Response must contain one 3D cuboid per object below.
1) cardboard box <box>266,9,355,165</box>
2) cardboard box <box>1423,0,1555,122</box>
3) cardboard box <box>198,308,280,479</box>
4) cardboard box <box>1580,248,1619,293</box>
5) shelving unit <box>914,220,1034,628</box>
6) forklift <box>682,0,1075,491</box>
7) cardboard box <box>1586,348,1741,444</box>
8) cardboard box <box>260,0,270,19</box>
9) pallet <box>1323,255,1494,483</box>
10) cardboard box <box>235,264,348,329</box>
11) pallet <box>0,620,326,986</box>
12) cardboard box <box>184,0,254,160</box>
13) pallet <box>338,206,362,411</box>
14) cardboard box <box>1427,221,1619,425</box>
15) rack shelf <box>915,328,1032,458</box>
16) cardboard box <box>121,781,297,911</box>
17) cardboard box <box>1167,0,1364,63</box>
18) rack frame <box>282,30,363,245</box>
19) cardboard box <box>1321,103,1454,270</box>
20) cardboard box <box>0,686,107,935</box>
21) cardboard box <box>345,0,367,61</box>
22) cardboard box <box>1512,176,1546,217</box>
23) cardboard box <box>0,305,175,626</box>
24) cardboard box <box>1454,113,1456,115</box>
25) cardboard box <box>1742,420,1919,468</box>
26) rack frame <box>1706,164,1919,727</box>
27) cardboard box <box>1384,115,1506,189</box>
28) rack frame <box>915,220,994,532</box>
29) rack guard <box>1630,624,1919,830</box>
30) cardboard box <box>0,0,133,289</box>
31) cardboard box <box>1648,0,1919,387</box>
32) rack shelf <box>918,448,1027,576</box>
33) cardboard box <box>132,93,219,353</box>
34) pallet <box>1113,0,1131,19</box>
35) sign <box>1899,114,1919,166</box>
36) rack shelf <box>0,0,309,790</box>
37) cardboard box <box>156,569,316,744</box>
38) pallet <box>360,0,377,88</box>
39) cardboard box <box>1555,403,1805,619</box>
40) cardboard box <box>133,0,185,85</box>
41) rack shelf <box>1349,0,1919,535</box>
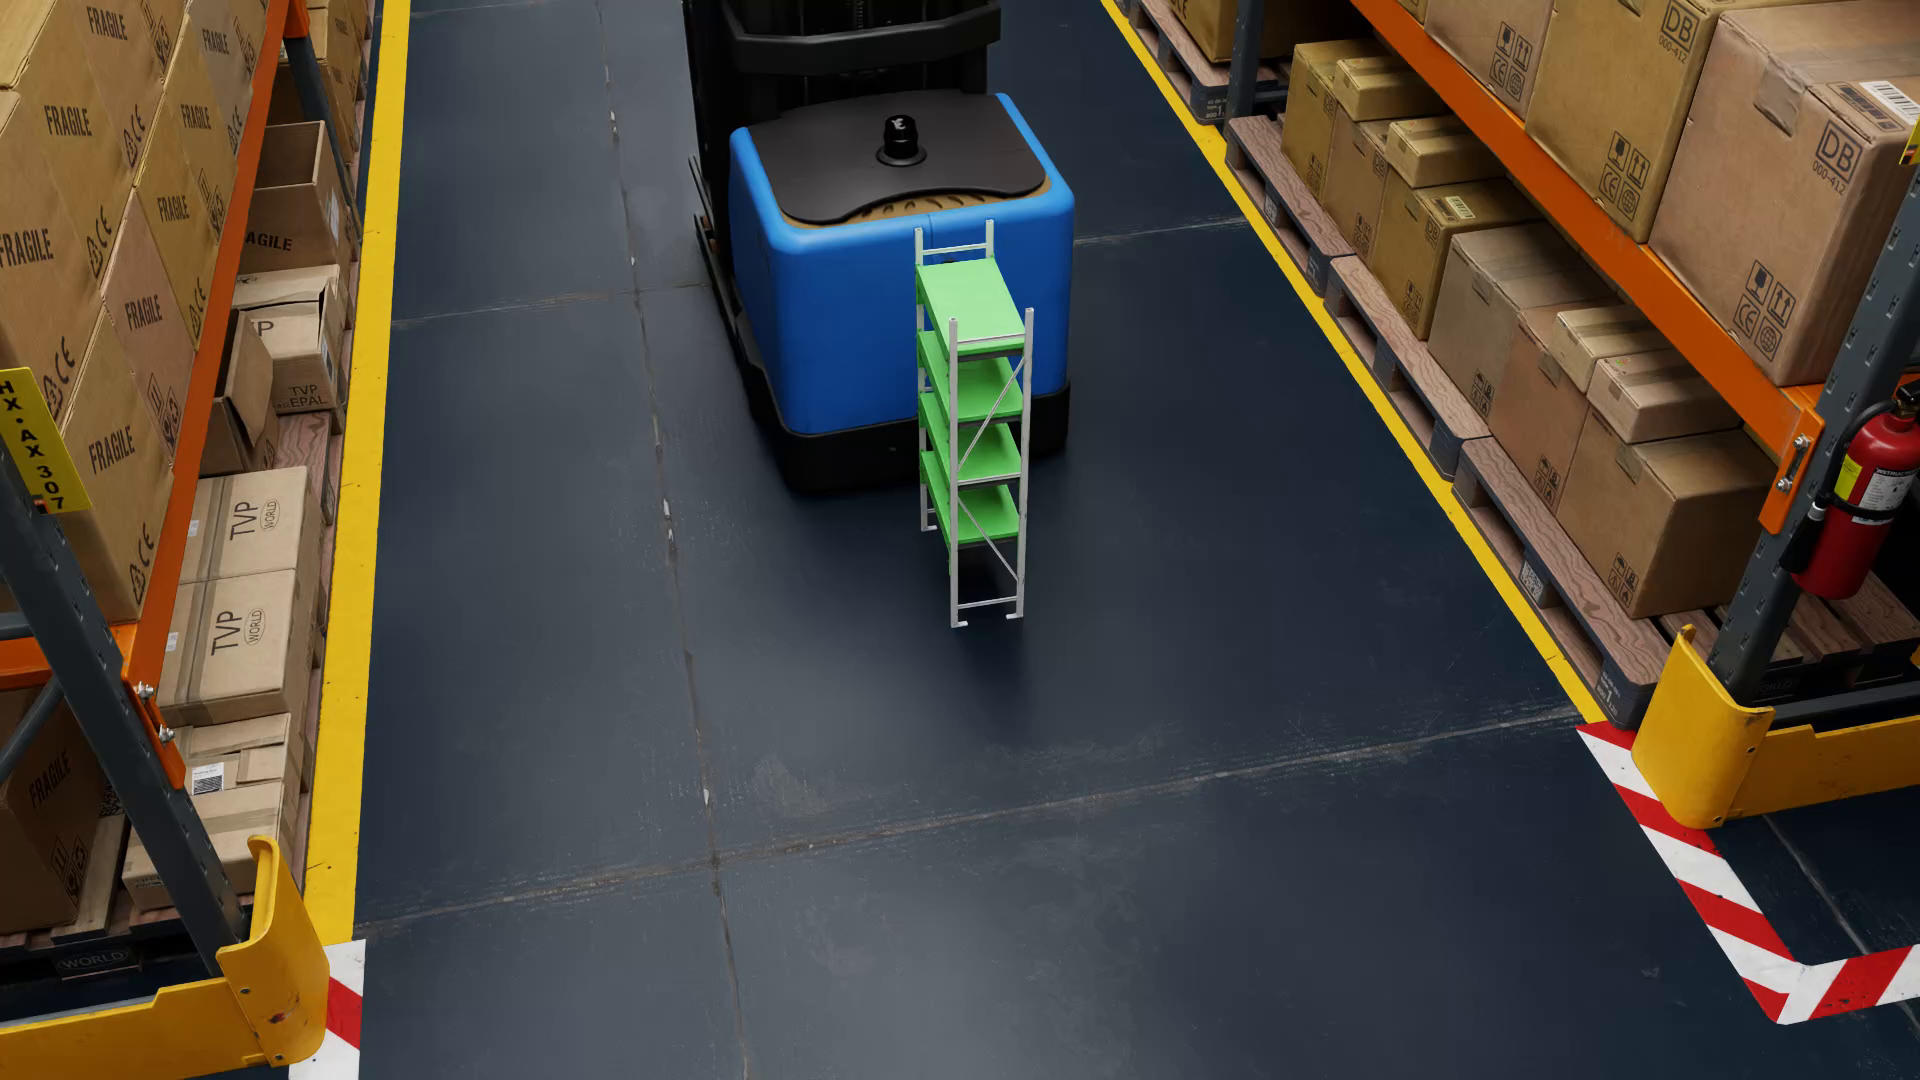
[{"bbox_3d":[-2.952,-1.945,7.233,0.500,0.500,0.500,-10,43,-11],"label":"cardboard box"},{"bbox_3d":[2.170,-1.893,5.397,0.980,0.700,0.700,-10,43,-11],"label":"cardboard box"},{"bbox_3d":[-2.675,-0.381,5.469,0.797,0.503,0.637,-8,42,-9],"label":"cardboard box"},{"bbox_3d":[2.368,-0.994,5.688,0.380,0.149,0.250,-8,42,-9],"label":"cardboard box"},{"bbox_3d":[0.036,-0.341,5.231,0.258,1.200,0.503,-8,42,-9],"label":"shelving unit"},{"bbox_3d":[-0.503,-2.261,6.089,1.130,2.935,3.031,-11,43,-12],"label":"forklift"},{"bbox_3d":[2.159,-0.448,5.073,0.380,0.149,0.250,-9,42,-10],"label":"cardboard box"},{"bbox_3d":[-2.728,-2.117,5.800,0.500,0.500,0.500,-8,42,-9],"label":"cardboard box"},{"bbox_3d":[2.105,-0.740,6.425,1.003,0.211,1.213,-8,42,-9],"label":"pallet"},{"bbox_3d":[-2.547,-0.902,6.323,0.380,0.149,0.250,-8,42,-9],"label":"cardboard box"},{"bbox_3d":[-2.412,0.703,4.799,1.003,0.211,1.213,-8,42,-9],"label":"pallet"},{"bbox_3d":[-2.502,-1.451,5.049,0.500,0.500,0.500,-7,42,-8],"label":"cardboard box"},{"bbox_3d":[-2.939,-0.879,6.581,1.003,0.211,1.213,-8,42,-9],"label":"pallet"},{"bbox_3d":[2.147,-0.798,5.956,0.700,0.500,0.500,-10,42,-11],"label":"cardboard box"},{"bbox_3d":[0.036,-0.473,5.114,0.258,0.148,0.480,-8,42,-9],"label":"rack shelf"},{"bbox_3d":[-1.977,0.807,4.398,0.380,0.149,0.250,-8,42,-9],"label":"cardboard box"},{"bbox_3d":[1.483,-2.835,7.987,0.750,0.750,0.750,-8,42,-9],"label":"cardboard box"},{"bbox_3d":[-3.086,-2.367,6.157,1.000,3.000,0.127,-8,42,-9],"label":"rack frame"},{"bbox_3d":[1.917,-1.476,6.720,0.700,0.500,0.500,-9,42,-10],"label":"cardboard box"},{"bbox_3d":[-2.581,0.679,4.277,0.500,0.500,0.500,-8,42,-9],"label":"cardboard box"},{"bbox_3d":[-3.179,-2.614,7.987,0.500,0.500,0.500,-8,42,-9],"label":"cardboard box"},{"bbox_3d":[2.257,-1.324,6.060,0.380,0.149,0.250,-9,42,-10],"label":"cardboard box"},{"bbox_3d":[-2.061,-0.137,3.569,0.500,0.500,0.500,-8,42,-8],"label":"cardboard box"},{"bbox_3d":[2.147,-1.655,6.433,0.380,0.149,0.250,-10,42,-11],"label":"cardboard box"},{"bbox_3d":[2.587,-0.338,4.950,0.380,0.149,0.250,-8,42,-9],"label":"cardboard box"},{"bbox_3d":[2.613,-0.486,4.038,1.000,3.000,0.127,-8,42,-9],"label":"rack frame"},{"bbox_3d":[1.820,-1.458,6.211,0.380,0.149,0.250,-9,42,-11],"label":"cardboard box"},{"bbox_3d":[-0.017,-0.500,5.409,0.240,1.200,0.015,-8,42,-9],"label":"rack frame"},{"bbox_3d":[2.619,0.464,4.851,1.175,0.500,0.348,-8,42,-9],"label":"rack guard"},{"bbox_3d":[-2.181,-0.849,3.618,0.500,0.500,0.500,-8,42,-9],"label":"cardboard box"},{"bbox_3d":[2.494,-0.928,4.310,0.980,0.700,0.700,-7,42,-7],"label":"cardboard box"},{"bbox_3d":[0.036,-0.114,5.433,0.258,0.148,0.480,-8,42,-9],"label":"rack shelf"},{"bbox_3d":[-2.283,-0.796,4.312,0.500,0.500,0.500,-8,42,-9],"label":"cardboard box"},{"bbox_3d":[1.243,-3.318,9.329,1.003,0.211,1.213,-8,42,-9],"label":"pallet"},{"bbox_3d":[2.081,-0.939,3.498,0.100,0.325,0.005,-8,42,-9],"label":"sign"},{"bbox_3d":[-2.654,-0.802,4.935,1.077,0.370,4.000,-8,42,-9],"label":"rack shelf"},{"bbox_3d":[-2.171,0.372,4.811,0.500,0.250,0.500,-8,42,-9],"label":"cardboard box"},{"bbox_3d":[-3.565,-2.638,8.563,1.003,0.211,1.213,-8,42,-9],"label":"pallet"},{"bbox_3d":[2.365,-0.148,5.224,0.700,0.500,0.500,-8,42,-9],"label":"cardboard box"},{"bbox_3d":[-2.395,-1.503,4.355,0.500,0.500,0.500,-9,42,-10],"label":"cardboard box"},{"bbox_3d":[2.182,-1.514,5.738,1.077,0.370,4.000,-8,42,-9],"label":"rack shelf"}]
